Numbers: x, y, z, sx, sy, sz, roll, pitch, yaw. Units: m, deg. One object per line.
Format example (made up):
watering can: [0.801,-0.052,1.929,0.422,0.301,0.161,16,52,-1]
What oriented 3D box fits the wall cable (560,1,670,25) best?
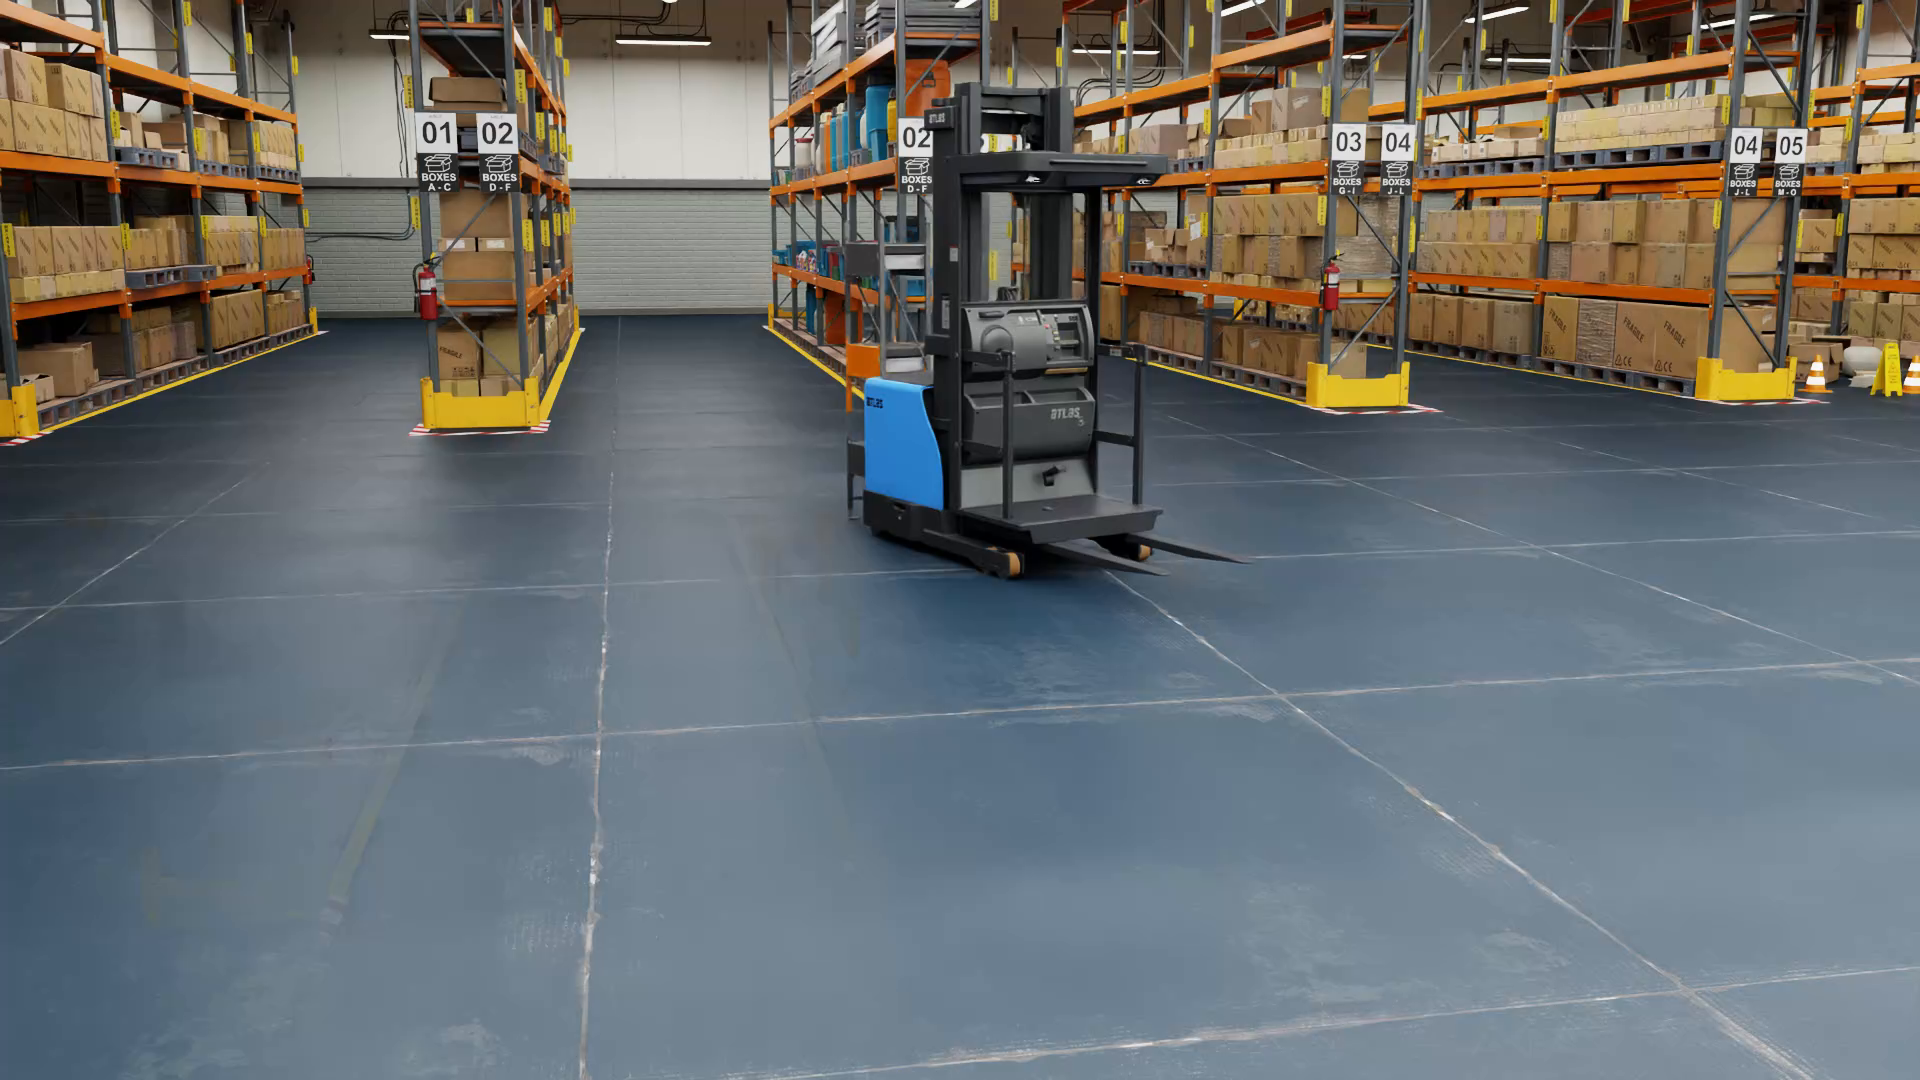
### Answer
wall cable: [-8.074,-12.839,37.216,3.097,2.526,0.112,-2,11,-11]

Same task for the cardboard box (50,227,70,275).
cardboard box: [-9.880,-3.095,17.777,0.500,0.500,0.500,-2,11,-13]

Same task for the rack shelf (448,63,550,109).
rack shelf: [-6.210,-6.184,22.615,1.077,0.370,4.000,-2,11,-11]

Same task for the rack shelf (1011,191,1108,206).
rack shelf: [1.952,-6.734,32.456,1.077,0.370,4.000,-2,11,-11]

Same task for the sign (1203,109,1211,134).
sign: [3.353,-5.680,22.558,0.100,0.325,0.005,-2,11,-11]

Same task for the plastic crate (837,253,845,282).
plastic crate: [-1.481,-3.783,23.092,0.392,0.384,0.575,-2,11,-11]

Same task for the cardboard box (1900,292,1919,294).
cardboard box: [17.363,-4.433,30.295,0.380,0.149,0.250,-3,11,-14]

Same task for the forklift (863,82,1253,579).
forklift: [0.557,-1.304,10.208,1.130,2.935,3.031,-7,13,-32]

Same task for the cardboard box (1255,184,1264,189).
cardboard box: [6.382,-7.354,34.191,0.500,0.250,0.500,-2,11,-9]

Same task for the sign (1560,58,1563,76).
sign: [11.512,-9.076,31.890,0.100,0.325,0.005,-2,11,-11]

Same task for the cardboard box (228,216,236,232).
cardboard box: [-11.605,-4.923,25.916,0.500,0.250,0.500,-2,11,-12]

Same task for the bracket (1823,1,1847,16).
bracket: [17.411,-10.576,33.066,0.235,0.232,0.430,-2,11,-11]

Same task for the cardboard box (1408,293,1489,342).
cardboard box: [8.034,-3.662,27.305,1.050,0.750,0.750,-2,11,-12]

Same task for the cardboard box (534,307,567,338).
cardboard box: [-6.815,-3.613,27.664,0.500,0.500,0.500,-2,11,-10]

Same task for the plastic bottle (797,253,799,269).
plastic bottle: [-2.839,-4.902,29.243,0.061,0.283,0.133,-2,11,-11]

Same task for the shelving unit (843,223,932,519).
shelving unit: [-0.505,-1.162,11.687,0.431,2.100,0.503,-7,13,-32]

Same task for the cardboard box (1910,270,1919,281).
cardboard box: [13.604,-3.712,23.351,0.380,0.149,0.250,-2,11,-11]

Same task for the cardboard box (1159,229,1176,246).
cardboard box: [3.470,-4.573,25.808,0.700,0.500,0.500,0,11,-3]

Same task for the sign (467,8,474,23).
sign: [-7.130,-7.577,24.230,0.100,0.325,0.005,-2,11,-11]

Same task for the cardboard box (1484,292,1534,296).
cardboard box: [11.696,-5.004,35.193,0.875,0.438,0.875,-2,11,-9]

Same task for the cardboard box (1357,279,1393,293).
cardboard box: [4.853,-2.984,19.523,0.380,0.149,0.250,-2,11,-11]

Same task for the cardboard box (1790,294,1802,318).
cardboard box: [16.803,-4.670,33.273,0.500,0.500,0.500,-2,11,-9]

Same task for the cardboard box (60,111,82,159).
cardboard box: [-10.108,-4.495,18.447,0.500,0.500,0.500,-3,11,-13]

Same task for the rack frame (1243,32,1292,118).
rack frame: [6.448,-9.090,34.886,1.000,3.000,0.127,-2,11,-11]

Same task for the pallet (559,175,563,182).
pallet: [-7.319,-6.147,27.948,1.213,0.211,1.003,-2,11,-11]

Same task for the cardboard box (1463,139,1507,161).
cardboard box: [8.126,-6.034,25.700,0.500,0.311,0.500,-2,11,-12]

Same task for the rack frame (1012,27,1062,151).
rack frame: [1.563,-8.928,34.036,1.000,3.000,0.127,-2,11,-11]

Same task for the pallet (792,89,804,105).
pallet: [-2.327,-7.574,28.499,1.003,0.211,1.213,-2,11,-11]

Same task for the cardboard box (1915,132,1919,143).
cardboard box: [13.603,-5.624,23.241,0.380,0.149,0.250,-2,11,-13]

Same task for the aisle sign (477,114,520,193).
aisle sign: [-4.730,-3.963,17.042,0.394,0.787,0.004,-2,11,-11]

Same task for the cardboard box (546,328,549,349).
cardboard box: [-5.657,-2.636,21.756,0.500,0.311,0.500,-2,11,-11]

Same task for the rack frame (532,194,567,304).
rack frame: [-7.377,-4.888,28.853,1.000,3.000,0.127,-2,11,-11]

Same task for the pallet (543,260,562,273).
pallet: [-6.982,-4.416,26.890,1.003,0.211,1.213,-2,11,-11]

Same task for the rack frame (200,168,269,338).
rack frame: [-12.236,-4.707,27.903,1.000,3.000,0.127,-2,11,-11]

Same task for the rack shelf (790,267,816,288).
rack shelf: [-2.129,-4.347,27.936,1.077,0.370,4.000,-2,11,-11]

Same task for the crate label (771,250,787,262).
crate label: [-3.571,-5.691,33.360,0.416,0.233,0.303,-2,11,-11]

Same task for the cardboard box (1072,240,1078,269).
cardboard box: [2.284,-5.111,29.758,0.500,0.500,0.500,-2,11,-11]

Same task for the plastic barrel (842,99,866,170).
plastic barrel: [-1.274,-5.405,22.208,0.600,0.901,0.708,-2,11,-11]

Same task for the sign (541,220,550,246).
sign: [-5.277,-3.905,21.163,0.100,0.325,0.005,-2,11,-11]

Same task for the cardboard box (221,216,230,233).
cardboard box: [-11.499,-4.829,25.425,0.500,0.250,0.500,-2,11,-11]

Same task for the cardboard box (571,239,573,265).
cardboard box: [-7.801,-5.598,32.319,0.500,0.500,0.500,-2,11,-9]

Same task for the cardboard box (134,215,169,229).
cardboard box: [-11.800,-4.620,24.327,0.500,0.250,0.500,-2,11,-9]

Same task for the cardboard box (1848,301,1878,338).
cardboard box: [13.467,-3.246,24.454,0.500,0.500,0.500,-2,11,-8]

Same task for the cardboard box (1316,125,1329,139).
cardboard box: [4.314,-4.682,19.083,0.380,0.149,0.250,-2,11,-11]

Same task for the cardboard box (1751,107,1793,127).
cardboard box: [9.717,-5.107,20.200,0.500,0.250,0.500,-2,11,-11]

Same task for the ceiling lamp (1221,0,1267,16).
ceiling lamp: [5.206,-11.009,29.358,0.800,3.185,2.000,-2,11,-11]

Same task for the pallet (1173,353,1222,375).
pallet: [3.744,-2.553,24.044,1.003,0.211,1.213,-2,11,-11]

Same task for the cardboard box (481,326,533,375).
cardboard box: [-5.029,-2.109,18.478,0.500,0.500,0.500,-2,11,-11]

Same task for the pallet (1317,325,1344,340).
pallet: [7.378,-3.896,31.103,1.003,0.211,1.213,-2,11,-11]

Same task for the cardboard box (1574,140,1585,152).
cardboard box: [8.618,-5.375,22.673,0.380,0.149,0.250,-2,11,-11]

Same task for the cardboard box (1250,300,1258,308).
cardboard box: [6.296,-4.937,34.818,0.380,0.149,0.250,-2,11,-11]

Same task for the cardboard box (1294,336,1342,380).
cardboard box: [4.420,-2.248,20.548,0.500,0.500,0.500,1,11,4]

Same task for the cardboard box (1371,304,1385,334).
cardboard box: [7.522,-3.860,29.018,0.500,0.500,0.500,-2,11,-9]

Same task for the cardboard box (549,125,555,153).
cardboard box: [-7.467,-7.086,29.440,0.700,0.500,0.500,-2,11,-11]

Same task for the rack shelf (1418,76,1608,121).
rack shelf: [8.392,-6.706,25.355,1.077,0.370,4.000,-2,11,-11]
